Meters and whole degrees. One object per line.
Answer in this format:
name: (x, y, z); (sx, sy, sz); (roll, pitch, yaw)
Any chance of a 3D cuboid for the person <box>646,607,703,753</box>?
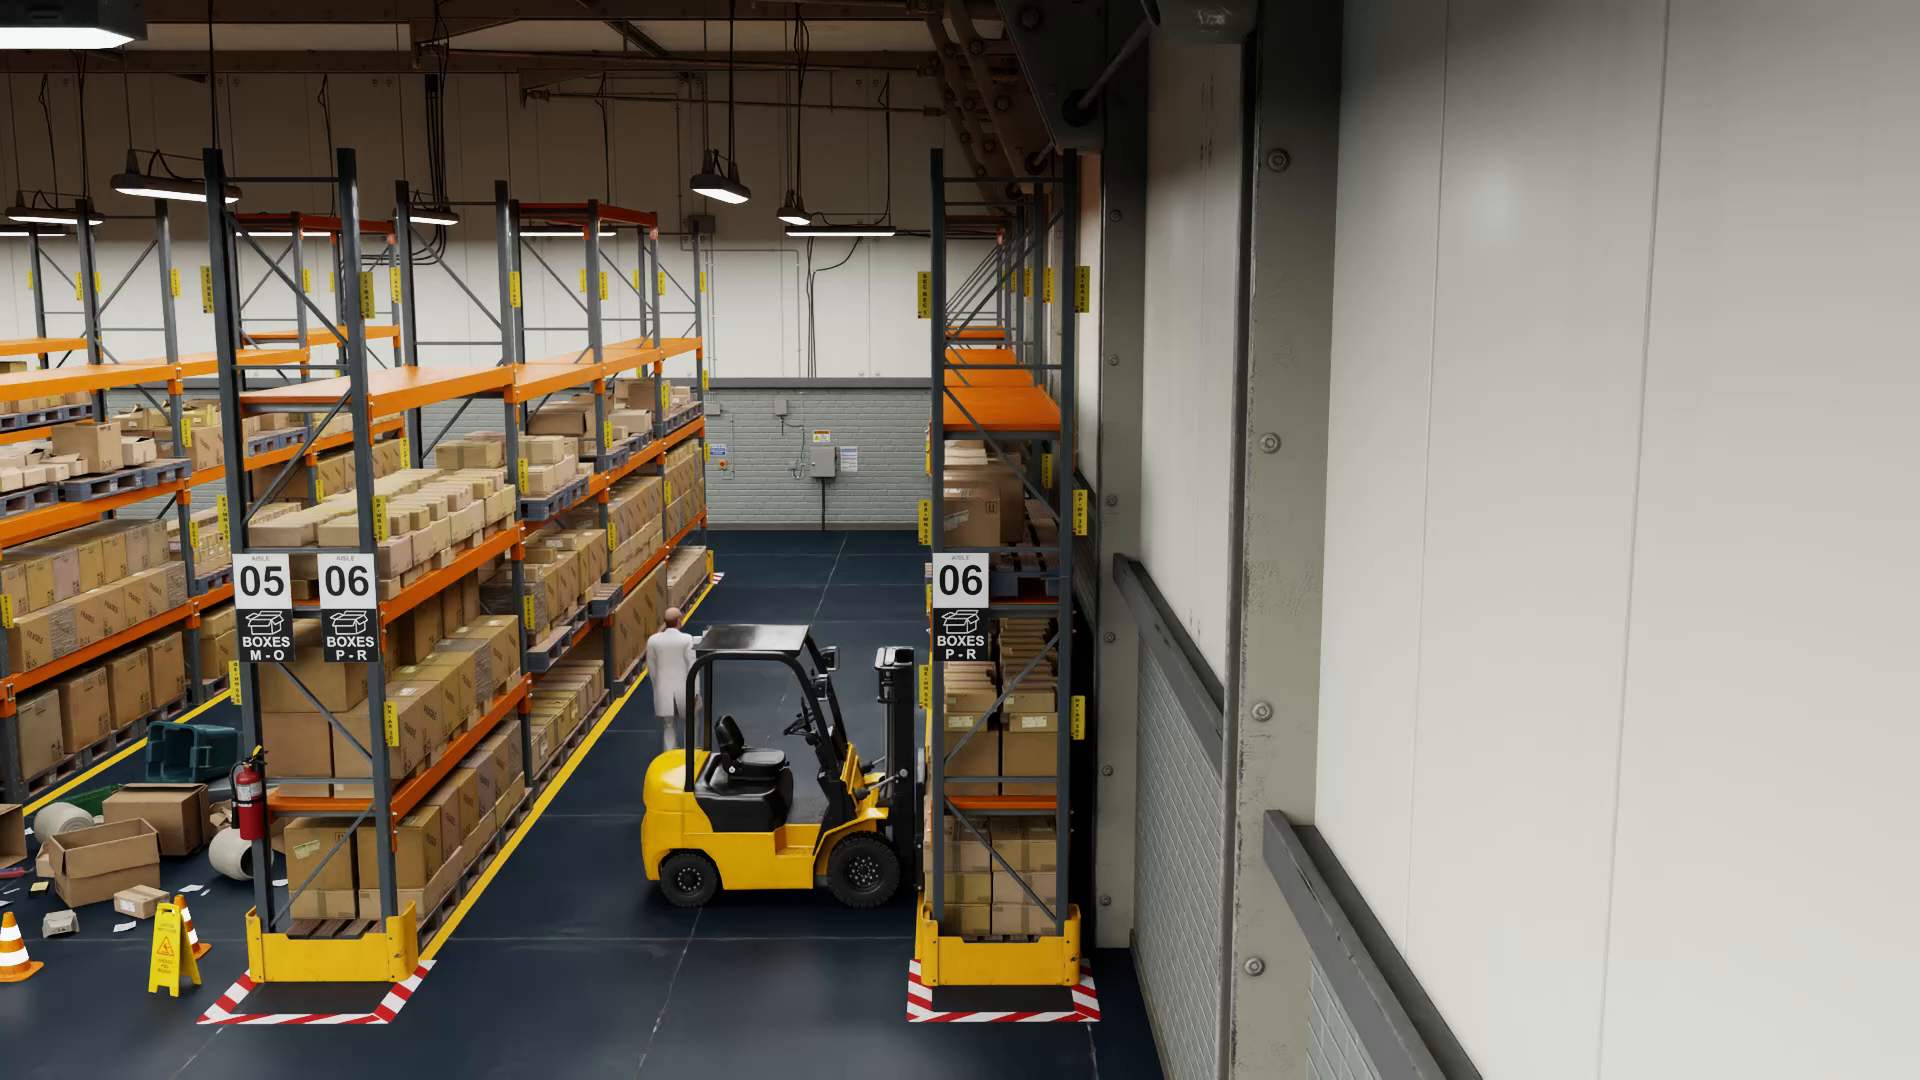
person: (-2.919, 1.590, 16.992); (0.561, 1.830, 0.651); (-1, 9, -5)
